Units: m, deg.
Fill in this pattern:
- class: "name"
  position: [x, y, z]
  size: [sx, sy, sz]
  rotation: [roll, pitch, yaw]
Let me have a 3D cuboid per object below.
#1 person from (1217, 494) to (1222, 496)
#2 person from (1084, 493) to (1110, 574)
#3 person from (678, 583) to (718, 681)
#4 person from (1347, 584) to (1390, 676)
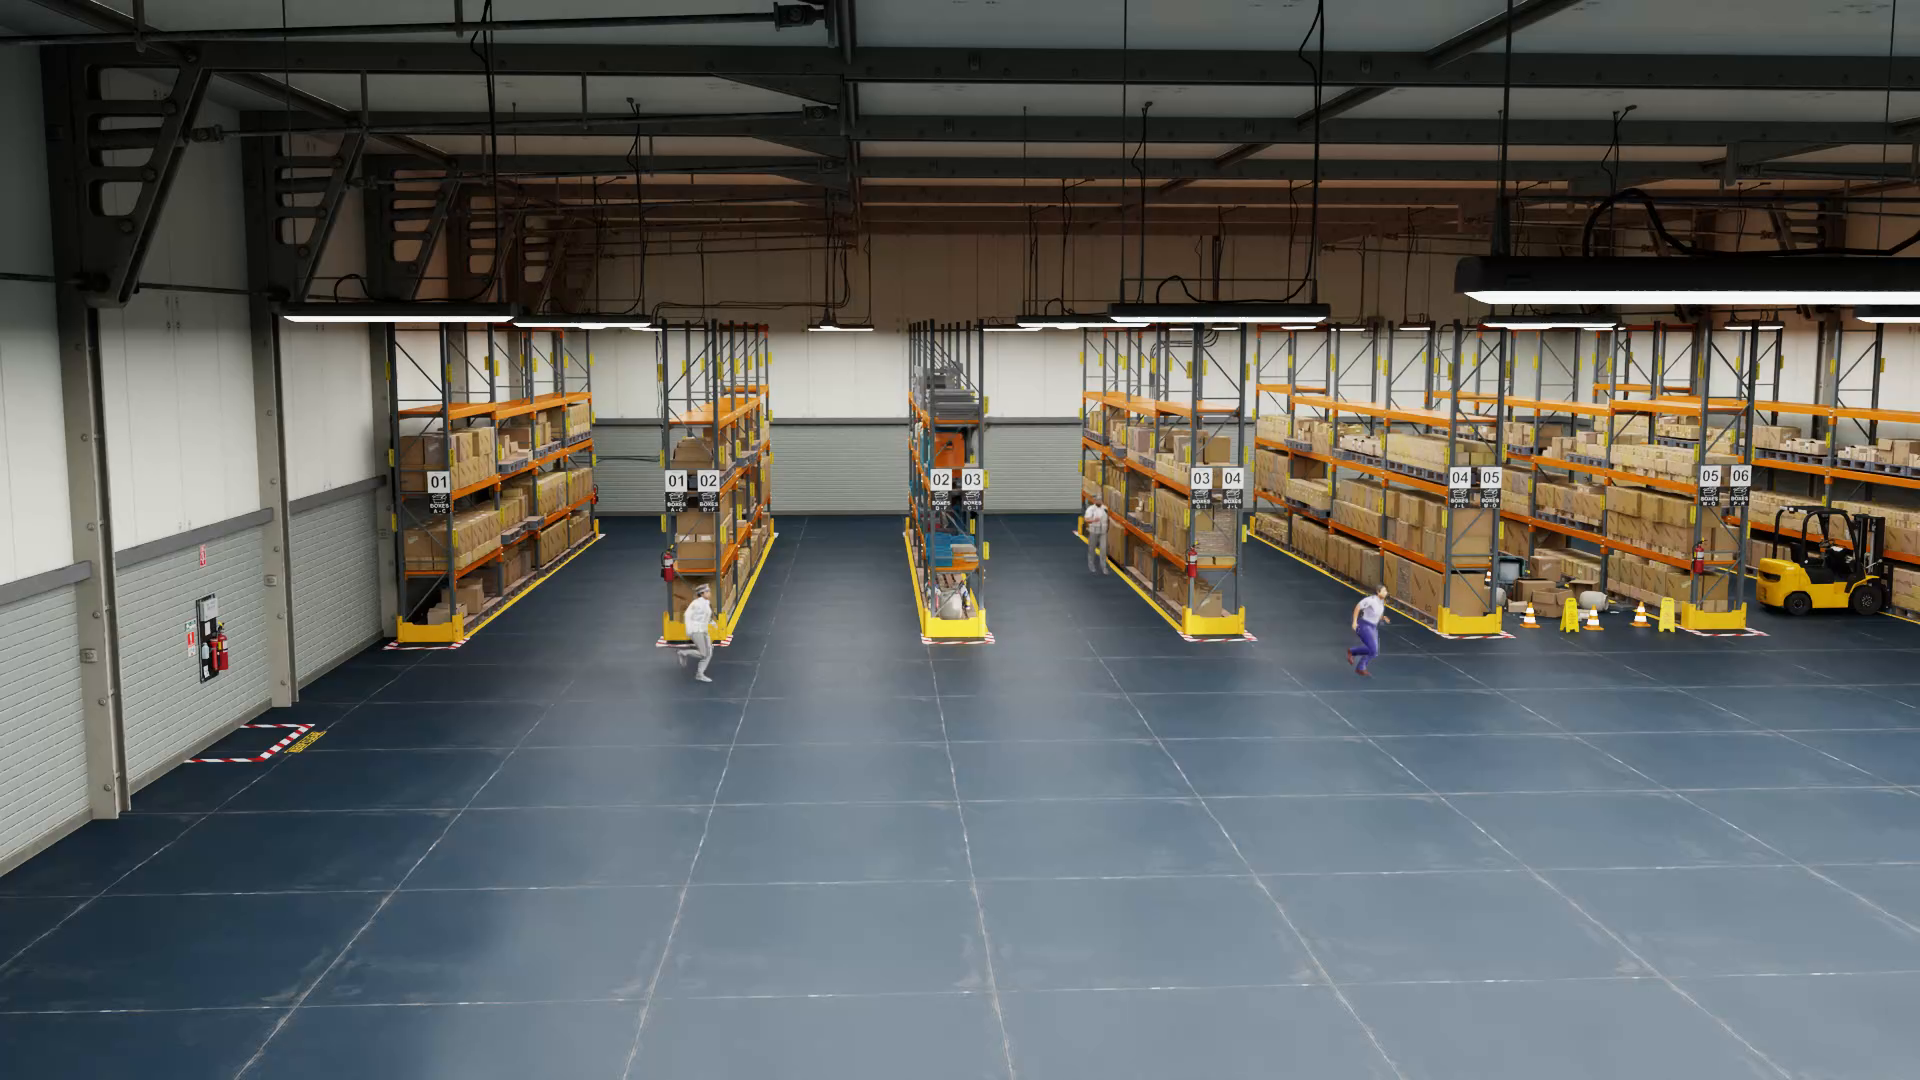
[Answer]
- class: "person"
  position: [7.267, -1.066, 48.317]
  size: [0.598, 1.665, 0.741]
  rotation: [-6, 9, -38]
- class: "person"
  position: [3.158, -0.163, 38.064]
  size: [0.654, 1.827, 0.856]
  rotation: [-2, 7, -12]
- class: "person"
  position: [-4.347, 1.529, 27.604]
  size: [0.638, 1.653, 0.650]
  rotation: [2, 7, 18]
- class: "person"
  position: [6.893, 1.520, 27.998]
  size: [0.671, 1.566, 0.596]
  rotation: [4, 8, 32]
